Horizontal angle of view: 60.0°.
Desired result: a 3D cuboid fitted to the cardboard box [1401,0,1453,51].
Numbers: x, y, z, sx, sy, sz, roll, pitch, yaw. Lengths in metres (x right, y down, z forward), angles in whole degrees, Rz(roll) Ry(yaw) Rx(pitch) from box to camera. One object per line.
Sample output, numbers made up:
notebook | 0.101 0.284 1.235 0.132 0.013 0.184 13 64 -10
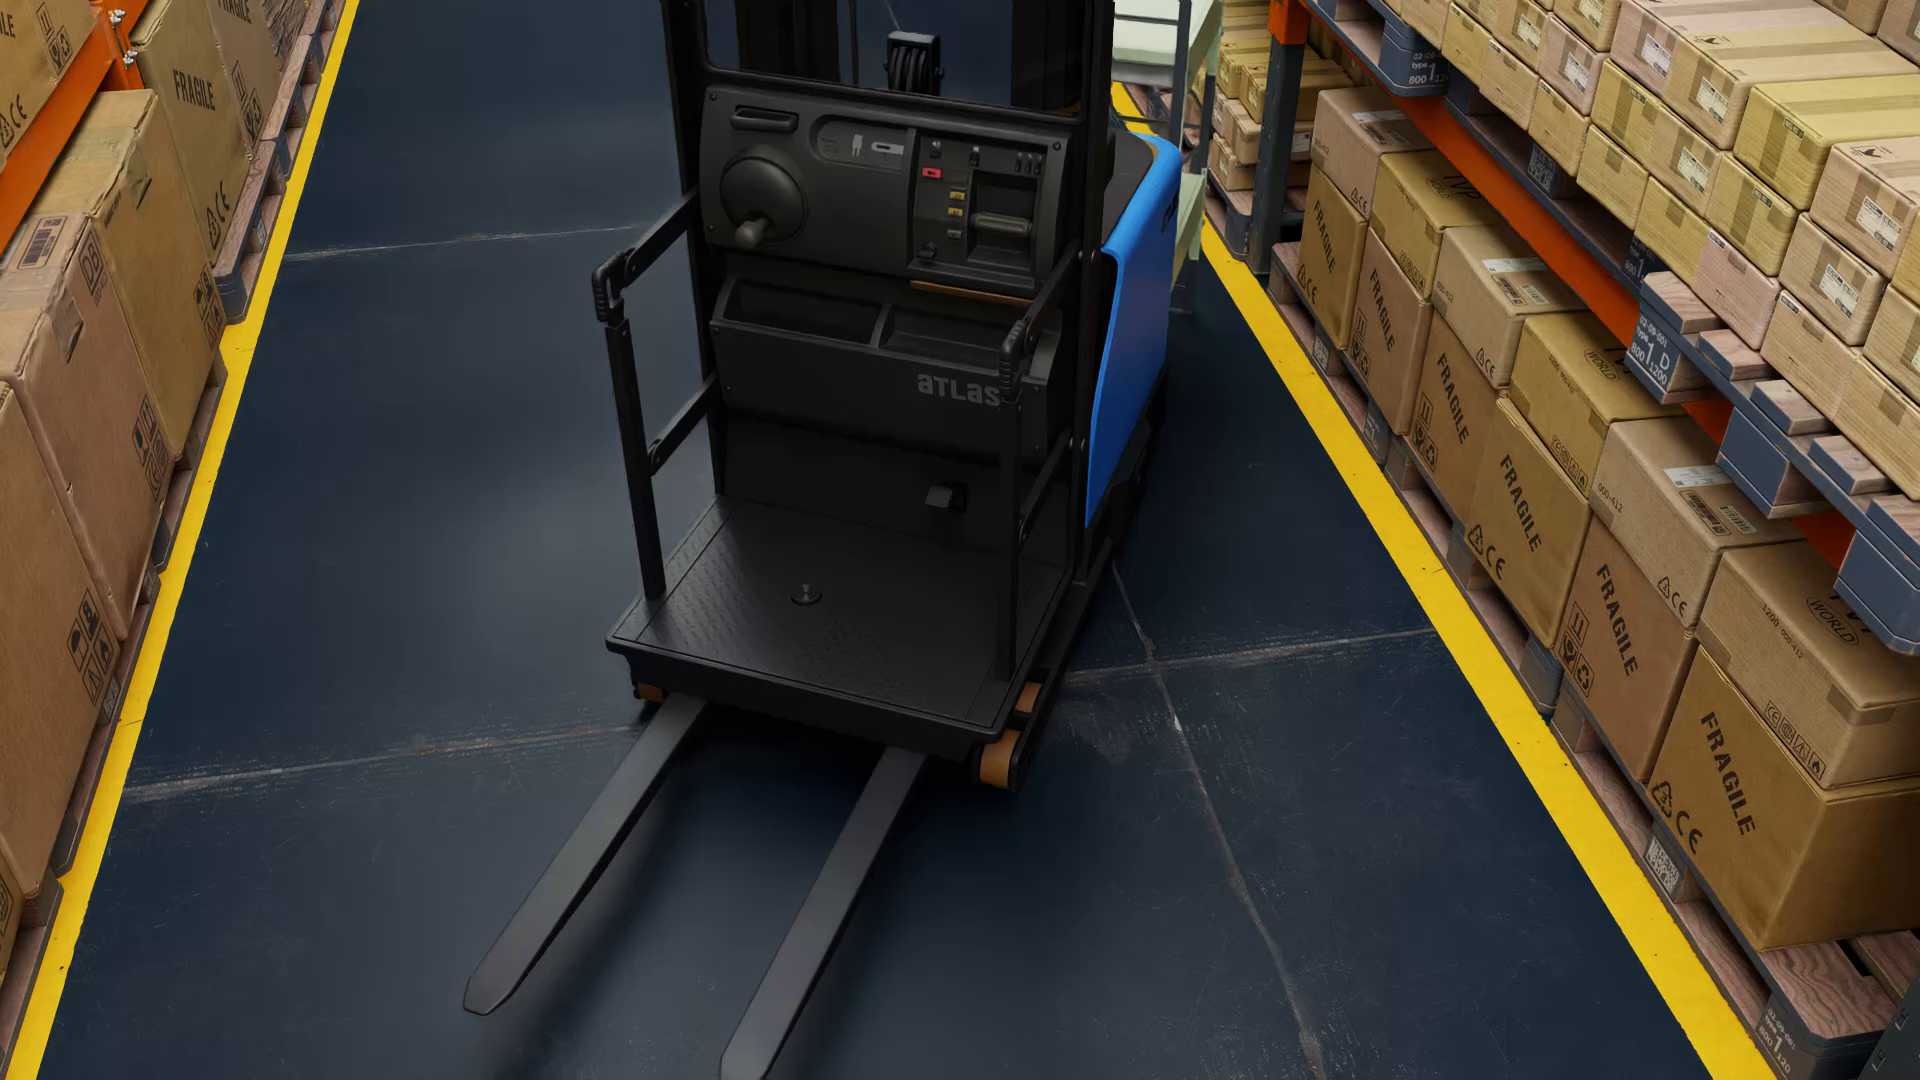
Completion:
cardboard box | 1.446 -1.472 4.562 0.380 0.149 0.250 -8 39 -10

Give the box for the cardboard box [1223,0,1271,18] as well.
cardboard box | 1.226 -2.243 7.189 0.380 0.149 0.250 -5 38 -6

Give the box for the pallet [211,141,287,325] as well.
pallet | -3.309 -1.211 6.636 1.003 0.211 1.213 -6 38 -8

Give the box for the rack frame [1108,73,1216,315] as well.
rack frame | 0.698 -1.492 5.948 0.400 1.500 0.023 10 39 13

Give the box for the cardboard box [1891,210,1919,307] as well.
cardboard box | 1.812 -0.449 2.760 0.380 0.149 0.250 -8 38 -10

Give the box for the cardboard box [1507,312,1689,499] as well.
cardboard box | 1.798 -0.373 4.369 0.500 0.250 0.500 -5 38 -7

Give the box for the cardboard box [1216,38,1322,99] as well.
cardboard box | 1.245 -1.929 6.784 0.380 0.149 0.250 -6 38 -7

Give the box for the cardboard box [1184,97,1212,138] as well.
cardboard box | 1.170 -1.875 7.201 0.380 0.149 0.250 -7 38 -9

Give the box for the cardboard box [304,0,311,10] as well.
cardboard box | -3.763 -3.209 8.325 0.875 0.875 0.875 -6 38 -8

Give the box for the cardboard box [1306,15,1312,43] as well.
cardboard box | 1.640 -2.297 7.258 0.380 0.149 0.250 -7 38 -9

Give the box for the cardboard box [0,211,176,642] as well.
cardboard box | -2.964 -0.247 4.512 1.225 0.875 0.875 -7 38 -10

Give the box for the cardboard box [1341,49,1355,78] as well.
cardboard box | 1.801 -1.995 6.869 0.380 0.149 0.250 -4 38 -6

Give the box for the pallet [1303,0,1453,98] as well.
pallet | 1.638 -1.764 5.231 1.003 0.211 1.213 -6 38 -8

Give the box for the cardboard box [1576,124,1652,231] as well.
cardboard box | 1.634 -0.835 3.742 0.380 0.149 0.250 -8 39 -10

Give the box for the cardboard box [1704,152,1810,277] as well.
cardboard box | 1.717 -0.654 3.267 0.380 0.149 0.250 -5 38 -7

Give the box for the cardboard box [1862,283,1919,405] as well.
cardboard box | 1.814 -0.334 2.855 0.380 0.149 0.250 -5 38 -7

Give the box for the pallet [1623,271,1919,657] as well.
pallet | 2.119 -0.244 3.275 1.213 0.211 1.003 -6 38 -8

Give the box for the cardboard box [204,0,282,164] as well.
cardboard box | -3.448 -2.122 6.926 0.875 0.875 0.875 -6 38 -8

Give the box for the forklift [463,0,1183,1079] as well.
forklift | -0.266 -0.783 3.869 1.130 2.935 3.031 12 39 15

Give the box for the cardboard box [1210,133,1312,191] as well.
cardboard box | 1.244 -1.557 6.790 0.380 0.149 0.250 -6 38 -7

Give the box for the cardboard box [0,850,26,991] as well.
cardboard box | -2.652 0.826 3.131 1.225 0.875 0.875 -8 39 -10

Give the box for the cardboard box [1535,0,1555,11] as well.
cardboard box | 1.542 -1.387 3.968 0.380 0.149 0.250 -5 38 -7

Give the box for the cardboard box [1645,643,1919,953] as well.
cardboard box | 1.976 0.551 3.791 0.500 0.500 0.500 -6 38 -8

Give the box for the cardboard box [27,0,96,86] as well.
cardboard box | -2.902 -1.631 4.822 0.500 0.500 0.500 -6 38 -8

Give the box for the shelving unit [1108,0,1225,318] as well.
shelving unit | 0.595 -1.277 5.671 0.431 1.500 0.755 10 39 13

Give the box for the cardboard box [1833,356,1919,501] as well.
cardboard box | 1.810 -0.216 2.945 0.380 0.149 0.250 -6 38 -7

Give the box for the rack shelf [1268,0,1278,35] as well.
rack shelf | 1.297 -3.241 7.563 1.077 0.370 4.000 -6 38 -8

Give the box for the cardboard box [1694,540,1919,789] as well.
cardboard box | 1.971 0.240 3.580 0.500 0.250 0.500 -7 38 -9

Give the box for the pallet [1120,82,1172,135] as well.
pallet | 1.278 -2.356 8.110 1.003 0.211 1.213 -6 38 -8

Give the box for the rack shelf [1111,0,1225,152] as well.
rack shelf | 0.595 -1.585 5.431 0.431 0.370 0.720 10 39 13

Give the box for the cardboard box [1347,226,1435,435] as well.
cardboard box | 1.611 -0.701 5.403 0.500 0.500 0.500 -5 38 -6

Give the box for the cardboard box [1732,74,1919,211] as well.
cardboard box | 1.724 -0.759 3.160 0.380 0.149 0.250 -5 38 -7

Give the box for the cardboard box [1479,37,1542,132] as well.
cardboard box | 1.539 -1.155 4.154 0.380 0.149 0.250 -8 39 -10

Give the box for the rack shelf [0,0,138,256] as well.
rack shelf | -2.902 -0.352 3.845 1.077 0.370 4.000 -6 38 -8

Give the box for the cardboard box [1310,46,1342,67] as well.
cardboard box | 1.688 -2.014 7.136 0.380 0.149 0.250 -6 38 -8

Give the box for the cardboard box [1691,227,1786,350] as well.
cardboard box | 1.723 -0.521 3.338 0.380 0.149 0.250 -6 38 -7

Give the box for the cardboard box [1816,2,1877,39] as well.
cardboard box | 2.235 -1.176 3.939 0.380 0.149 0.250 -7 38 -8

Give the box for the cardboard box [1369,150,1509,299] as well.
cardboard box | 1.613 -0.995 5.170 0.500 0.250 0.500 -5 38 -7

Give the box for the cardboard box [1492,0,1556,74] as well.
cardboard box | 1.540 -1.269 4.058 0.380 0.149 0.250 -7 38 -9

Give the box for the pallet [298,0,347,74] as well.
pallet | -3.737 -2.684 8.533 1.003 0.211 1.213 -6 38 -8

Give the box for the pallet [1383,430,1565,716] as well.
pallet | 2.003 -0.007 5.087 1.003 0.211 1.213 -6 38 -8

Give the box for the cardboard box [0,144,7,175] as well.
cardboard box | -2.724 -1.016 4.031 0.500 0.500 0.500 -7 38 -8

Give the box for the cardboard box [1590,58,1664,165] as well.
cardboard box | 1.632 -0.956 3.655 0.380 0.149 0.250 -6 38 -8

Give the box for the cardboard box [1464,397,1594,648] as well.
cardboard box | 1.780 -0.080 4.604 0.500 0.500 0.500 -8 39 -10

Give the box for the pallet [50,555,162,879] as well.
pallet | -2.826 0.453 4.494 1.003 0.211 1.213 -6 38 -8

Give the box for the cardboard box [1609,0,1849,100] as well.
cardboard box | 1.637 -1.066 3.555 0.380 0.149 0.250 -6 38 -8

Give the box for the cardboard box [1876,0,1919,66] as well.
cardboard box | 2.275 -1.136 3.645 0.380 0.149 0.250 -5 38 -6

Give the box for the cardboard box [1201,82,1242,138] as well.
cardboard box | 1.220 -1.792 6.851 0.380 0.149 0.250 -8 39 -10
